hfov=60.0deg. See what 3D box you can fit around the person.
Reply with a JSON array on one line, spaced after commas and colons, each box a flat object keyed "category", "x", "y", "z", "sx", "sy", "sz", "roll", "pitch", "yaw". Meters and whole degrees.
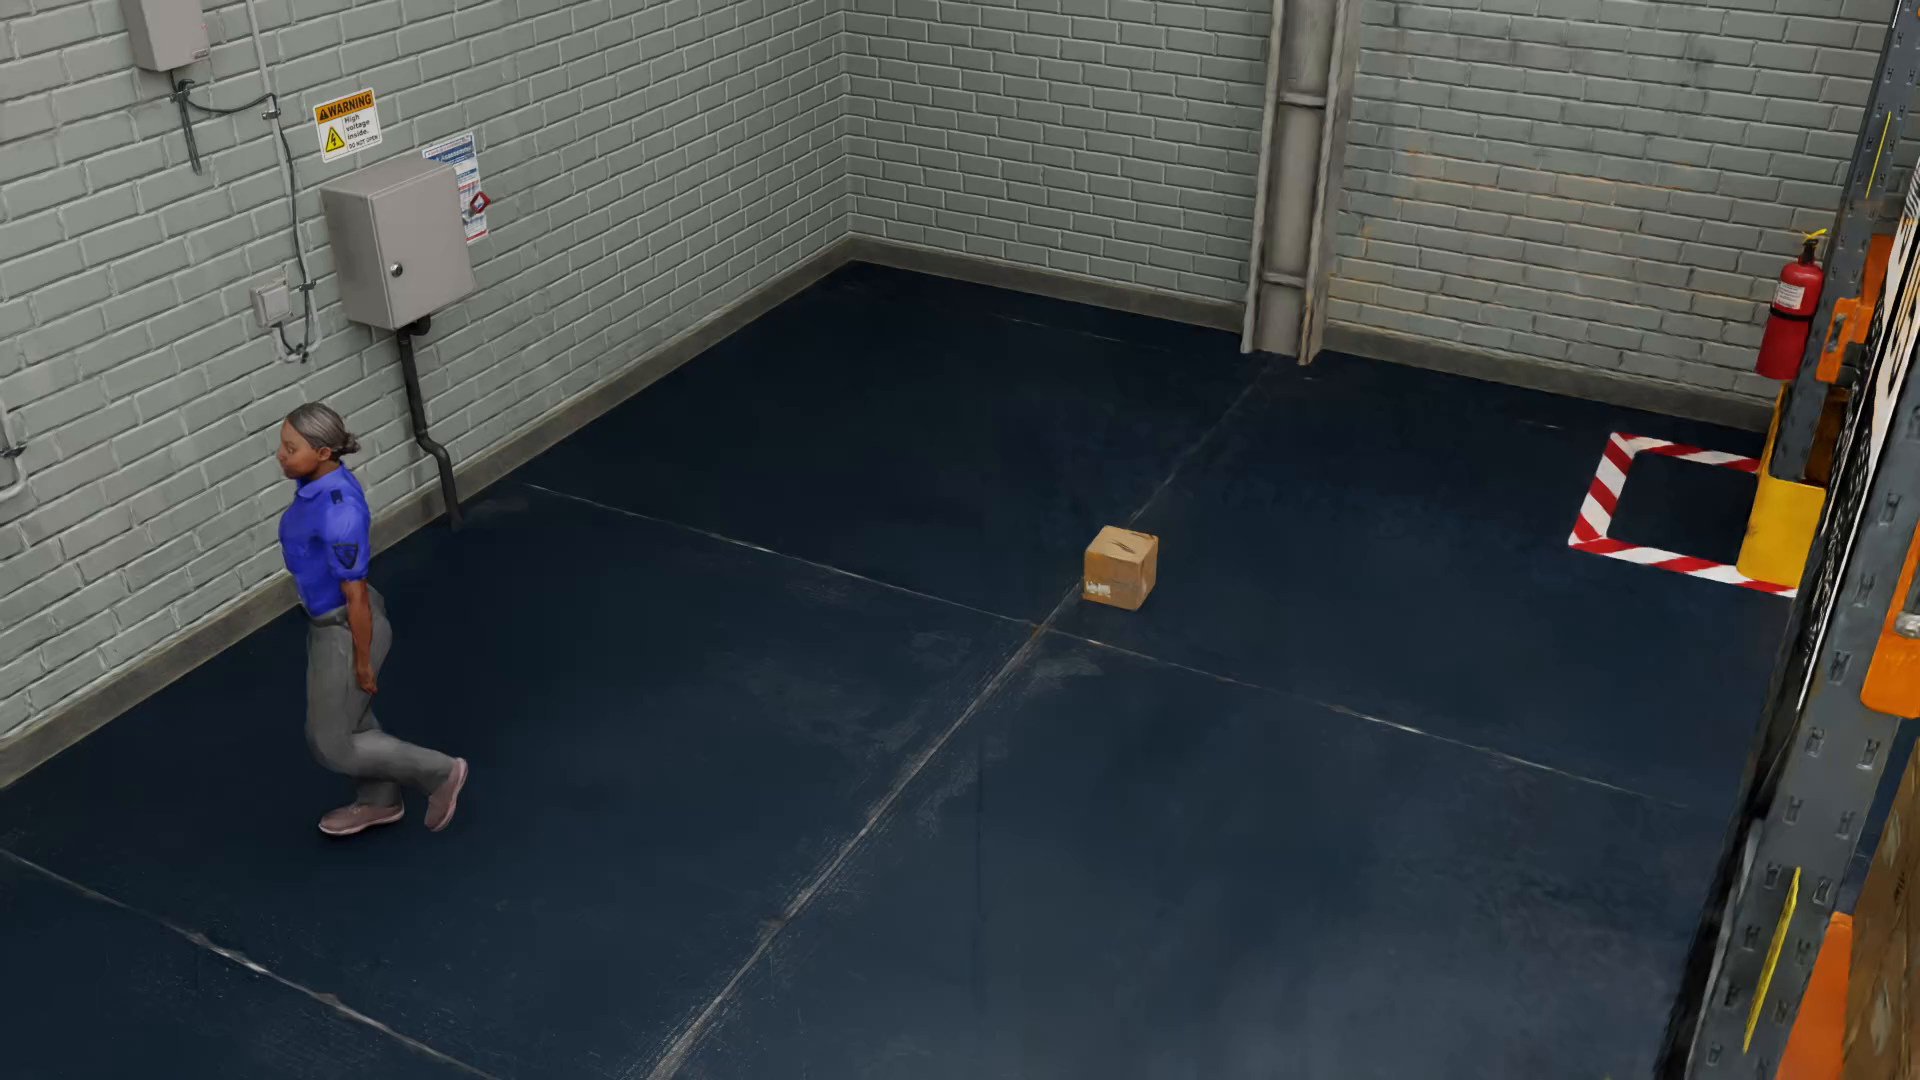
[{"category": "person", "x": -2.023, "y": 0.303, "z": 5.575, "sx": 0.525, "sy": 1.642, "sz": 0.446, "roll": -13, "pitch": 33, "yaw": -21}]
